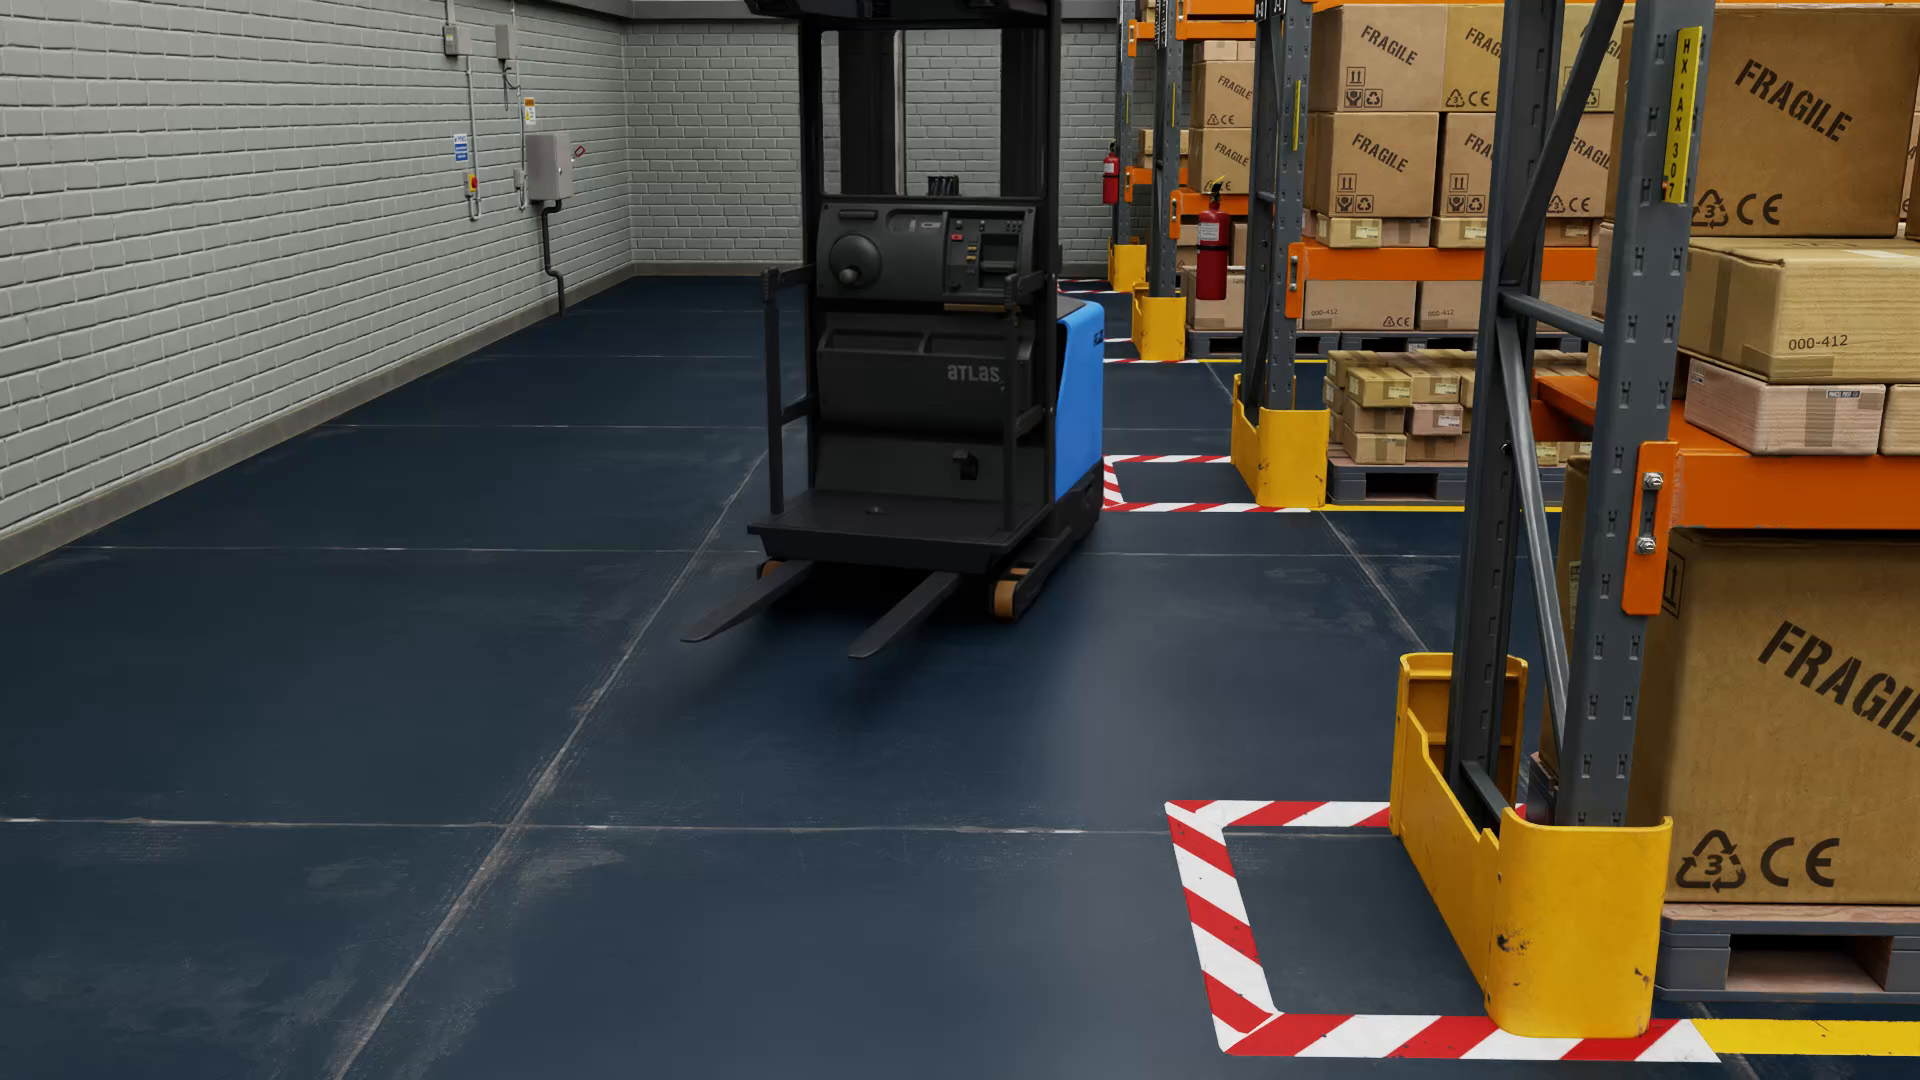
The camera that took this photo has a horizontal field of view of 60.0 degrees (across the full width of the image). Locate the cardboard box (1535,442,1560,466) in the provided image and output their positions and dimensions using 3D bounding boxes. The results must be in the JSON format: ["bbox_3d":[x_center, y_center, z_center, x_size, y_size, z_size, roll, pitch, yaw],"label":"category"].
[{"bbox_3d":[2.914,-0.493,8.593,0.250,0.149,0.380,1,15,2],"label":"cardboard box"}]

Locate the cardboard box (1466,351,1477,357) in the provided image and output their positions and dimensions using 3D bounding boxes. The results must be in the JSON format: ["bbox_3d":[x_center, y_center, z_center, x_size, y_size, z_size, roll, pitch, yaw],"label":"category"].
[{"bbox_3d":[2.938,-0.934,9.098,0.250,0.149,0.380,0,15,-1],"label":"cardboard box"}]

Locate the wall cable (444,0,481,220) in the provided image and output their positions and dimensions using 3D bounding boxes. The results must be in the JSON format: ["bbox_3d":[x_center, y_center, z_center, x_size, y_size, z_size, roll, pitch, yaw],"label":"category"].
[{"bbox_3d":[-3.979,-3.564,13.415,0.123,1.953,0.585,0,15,1],"label":"wall cable"}]

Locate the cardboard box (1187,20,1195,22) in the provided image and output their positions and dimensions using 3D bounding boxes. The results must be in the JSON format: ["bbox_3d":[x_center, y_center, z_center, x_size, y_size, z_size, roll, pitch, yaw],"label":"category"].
[{"bbox_3d":[2.357,-5.565,17.665,0.250,0.149,0.380,1,15,2],"label":"cardboard box"}]

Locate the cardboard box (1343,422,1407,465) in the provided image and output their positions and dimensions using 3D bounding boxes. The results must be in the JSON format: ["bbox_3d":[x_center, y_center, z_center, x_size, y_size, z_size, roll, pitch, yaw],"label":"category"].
[{"bbox_3d":[2.149,-0.503,8.632,0.250,0.149,0.380,1,15,3],"label":"cardboard box"}]

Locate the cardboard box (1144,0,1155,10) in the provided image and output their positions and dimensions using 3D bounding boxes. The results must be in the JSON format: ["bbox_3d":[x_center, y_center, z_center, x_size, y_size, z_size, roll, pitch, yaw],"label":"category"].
[{"bbox_3d":[2.219,-5.742,17.553,0.500,0.250,0.500,0,15,1],"label":"cardboard box"}]

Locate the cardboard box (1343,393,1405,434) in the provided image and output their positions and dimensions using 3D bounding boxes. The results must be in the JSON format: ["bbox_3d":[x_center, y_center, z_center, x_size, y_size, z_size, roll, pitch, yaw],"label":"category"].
[{"bbox_3d":[2.151,-0.663,8.656,0.250,0.149,0.380,1,15,4],"label":"cardboard box"}]

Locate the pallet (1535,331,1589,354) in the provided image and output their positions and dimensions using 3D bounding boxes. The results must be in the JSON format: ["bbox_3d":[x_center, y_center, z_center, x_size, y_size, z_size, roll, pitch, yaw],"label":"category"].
[{"bbox_3d":[4.899,-1.677,13.783,1.213,0.211,1.003,0,15,1],"label":"pallet"}]

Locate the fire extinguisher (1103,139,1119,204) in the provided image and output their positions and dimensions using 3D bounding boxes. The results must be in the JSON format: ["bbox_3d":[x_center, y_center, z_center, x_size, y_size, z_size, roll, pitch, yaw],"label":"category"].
[{"bbox_3d":[1.623,-3.958,17.844,0.183,0.674,0.296,0,15,1],"label":"fire extinguisher"}]

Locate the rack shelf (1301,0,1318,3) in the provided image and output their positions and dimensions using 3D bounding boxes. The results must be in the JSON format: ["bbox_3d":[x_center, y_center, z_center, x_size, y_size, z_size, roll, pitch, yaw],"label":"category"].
[{"bbox_3d":[3.633,-2.853,8.304,4.000,0.370,1.077,0,15,1],"label":"rack shelf"}]

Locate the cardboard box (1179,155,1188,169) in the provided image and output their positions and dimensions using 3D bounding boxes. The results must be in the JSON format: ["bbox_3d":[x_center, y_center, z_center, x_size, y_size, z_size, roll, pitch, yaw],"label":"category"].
[{"bbox_3d":[2.359,-4.109,18.027,0.250,0.149,0.380,1,15,3],"label":"cardboard box"}]

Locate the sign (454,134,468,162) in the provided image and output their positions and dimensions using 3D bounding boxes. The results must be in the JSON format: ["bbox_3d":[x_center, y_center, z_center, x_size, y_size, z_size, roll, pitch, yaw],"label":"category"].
[{"bbox_3d":[-4.041,-3.176,13.469,0.001,0.218,0.327,0,15,1],"label":"sign"}]

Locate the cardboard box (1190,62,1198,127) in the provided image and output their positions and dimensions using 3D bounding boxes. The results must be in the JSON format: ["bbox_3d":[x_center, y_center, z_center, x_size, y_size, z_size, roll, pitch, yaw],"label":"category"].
[{"bbox_3d":[2.147,-3.616,13.510,0.500,0.500,0.500,1,15,3],"label":"cardboard box"}]

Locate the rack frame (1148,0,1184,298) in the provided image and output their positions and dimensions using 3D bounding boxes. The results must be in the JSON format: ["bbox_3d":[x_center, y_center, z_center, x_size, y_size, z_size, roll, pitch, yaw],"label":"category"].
[{"bbox_3d":[1.659,-3.027,13.432,0.127,3.000,1.000,0,15,1],"label":"rack frame"}]

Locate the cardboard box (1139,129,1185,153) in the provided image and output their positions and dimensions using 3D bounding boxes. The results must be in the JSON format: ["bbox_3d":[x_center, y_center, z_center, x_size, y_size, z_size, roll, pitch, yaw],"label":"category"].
[{"bbox_3d":[2.249,-4.428,18.456,0.500,0.250,0.500,1,15,3],"label":"cardboard box"}]

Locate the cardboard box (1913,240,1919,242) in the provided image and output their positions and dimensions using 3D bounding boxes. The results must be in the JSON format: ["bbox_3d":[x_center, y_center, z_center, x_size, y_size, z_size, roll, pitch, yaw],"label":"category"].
[{"bbox_3d":[2.399,-0.497,3.555,0.500,0.250,0.500,0,15,1],"label":"cardboard box"}]

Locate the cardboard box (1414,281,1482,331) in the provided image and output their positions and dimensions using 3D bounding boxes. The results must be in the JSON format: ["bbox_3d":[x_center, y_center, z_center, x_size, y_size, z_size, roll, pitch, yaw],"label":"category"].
[{"bbox_3d":[4.138,-2.002,13.747,0.875,0.438,0.875,0,15,0],"label":"cardboard box"}]

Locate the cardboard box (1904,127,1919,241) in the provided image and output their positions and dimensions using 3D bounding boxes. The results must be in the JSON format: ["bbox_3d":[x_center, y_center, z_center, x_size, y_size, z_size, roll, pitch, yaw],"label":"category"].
[{"bbox_3d":[2.379,-0.858,3.453,0.500,0.500,0.500,0,15,0],"label":"cardboard box"}]

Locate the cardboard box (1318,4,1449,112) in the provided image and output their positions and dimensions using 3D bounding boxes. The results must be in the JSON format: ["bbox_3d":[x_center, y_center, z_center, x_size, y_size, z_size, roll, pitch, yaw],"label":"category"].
[{"bbox_3d":[2.076,-2.369,8.199,0.500,0.500,0.500,0,15,1],"label":"cardboard box"}]

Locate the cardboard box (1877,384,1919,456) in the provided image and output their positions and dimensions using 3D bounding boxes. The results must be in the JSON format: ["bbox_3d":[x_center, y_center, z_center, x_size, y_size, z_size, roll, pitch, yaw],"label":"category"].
[{"bbox_3d":[2.009,-0.290,3.552,0.250,0.149,0.380,0,15,1],"label":"cardboard box"}]

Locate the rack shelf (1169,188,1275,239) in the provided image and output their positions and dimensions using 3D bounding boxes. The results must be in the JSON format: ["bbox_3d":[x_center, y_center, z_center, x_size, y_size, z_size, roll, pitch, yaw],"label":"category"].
[{"bbox_3d":[3.658,-2.666,13.474,4.000,0.370,1.077,0,15,1],"label":"rack shelf"}]

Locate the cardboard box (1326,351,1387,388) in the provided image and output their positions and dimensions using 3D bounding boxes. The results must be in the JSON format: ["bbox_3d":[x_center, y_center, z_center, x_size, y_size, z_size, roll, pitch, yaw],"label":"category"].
[{"bbox_3d":[2.169,-0.937,9.111,0.250,0.149,0.380,1,15,2],"label":"cardboard box"}]

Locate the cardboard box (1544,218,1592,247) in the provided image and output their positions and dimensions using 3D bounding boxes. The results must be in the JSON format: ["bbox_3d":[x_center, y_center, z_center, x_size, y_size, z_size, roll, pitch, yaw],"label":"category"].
[{"bbox_3d":[3.005,-1.575,8.423,0.250,0.149,0.380,0,15,1],"label":"cardboard box"}]

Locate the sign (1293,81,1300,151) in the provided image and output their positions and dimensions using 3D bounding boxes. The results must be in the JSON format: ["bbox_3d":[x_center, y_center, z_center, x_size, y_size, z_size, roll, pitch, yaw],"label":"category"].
[{"bbox_3d":[1.620,-2.044,8.010,0.005,0.325,0.100,0,15,1],"label":"sign"}]

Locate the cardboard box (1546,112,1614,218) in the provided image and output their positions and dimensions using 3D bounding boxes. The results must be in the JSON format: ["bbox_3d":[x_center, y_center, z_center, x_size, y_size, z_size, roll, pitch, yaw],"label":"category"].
[{"bbox_3d":[3.100,-1.879,8.303,0.500,0.500,0.500,1,15,2],"label":"cardboard box"}]

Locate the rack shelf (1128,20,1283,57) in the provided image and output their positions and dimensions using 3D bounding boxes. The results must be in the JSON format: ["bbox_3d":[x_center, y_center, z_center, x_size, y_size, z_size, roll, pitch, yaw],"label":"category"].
[{"bbox_3d":[3.781,-5.382,17.889,4.000,0.370,1.077,0,15,1],"label":"rack shelf"}]

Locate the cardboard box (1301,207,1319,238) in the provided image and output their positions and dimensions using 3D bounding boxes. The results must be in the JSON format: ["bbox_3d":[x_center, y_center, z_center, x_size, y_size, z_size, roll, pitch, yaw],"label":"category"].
[{"bbox_3d":[1.967,-1.712,8.942,0.250,0.149,0.380,0,15,1],"label":"cardboard box"}]

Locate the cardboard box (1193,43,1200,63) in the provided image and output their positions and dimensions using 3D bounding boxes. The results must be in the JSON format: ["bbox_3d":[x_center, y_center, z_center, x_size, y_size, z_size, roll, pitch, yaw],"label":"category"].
[{"bbox_3d":[2.023,-3.921,13.393,0.250,0.149,0.380,1,15,2],"label":"cardboard box"}]

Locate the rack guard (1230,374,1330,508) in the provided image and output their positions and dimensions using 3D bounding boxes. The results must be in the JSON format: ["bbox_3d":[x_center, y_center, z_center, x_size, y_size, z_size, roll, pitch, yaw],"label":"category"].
[{"bbox_3d":[1.710,-0.554,8.961,0.348,0.500,1.175,0,15,1],"label":"rack guard"}]

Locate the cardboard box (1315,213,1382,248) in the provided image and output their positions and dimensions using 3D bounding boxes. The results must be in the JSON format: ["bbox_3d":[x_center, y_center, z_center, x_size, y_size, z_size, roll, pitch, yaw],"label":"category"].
[{"bbox_3d":[1.949,-1.556,8.352,0.250,0.149,0.380,0,15,1],"label":"cardboard box"}]

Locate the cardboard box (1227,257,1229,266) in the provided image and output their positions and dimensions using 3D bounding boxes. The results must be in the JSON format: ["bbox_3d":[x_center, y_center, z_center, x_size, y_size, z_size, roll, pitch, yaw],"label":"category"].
[{"bbox_3d":[2.815,-3.076,18.385,0.250,0.149,0.380,0,15,-1],"label":"cardboard box"}]

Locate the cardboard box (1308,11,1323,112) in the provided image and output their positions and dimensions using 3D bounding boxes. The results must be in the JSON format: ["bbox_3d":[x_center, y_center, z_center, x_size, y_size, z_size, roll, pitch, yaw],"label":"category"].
[{"bbox_3d":[2.097,-2.500,8.695,0.500,0.500,0.500,0,15,0],"label":"cardboard box"}]

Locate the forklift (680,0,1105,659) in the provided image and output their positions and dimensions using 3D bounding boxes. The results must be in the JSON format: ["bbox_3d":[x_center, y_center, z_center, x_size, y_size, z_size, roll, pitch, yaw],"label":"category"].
[{"bbox_3d":[-0.204,-1.207,6.669,1.130,2.935,3.031,4,15,16],"label":"forklift"}]

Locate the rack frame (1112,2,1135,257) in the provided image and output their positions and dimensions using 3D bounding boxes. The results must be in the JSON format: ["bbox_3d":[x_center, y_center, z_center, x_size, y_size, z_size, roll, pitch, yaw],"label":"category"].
[{"bbox_3d":[1.782,-4.292,18.230,0.127,3.000,1.000,0,15,1],"label":"rack frame"}]

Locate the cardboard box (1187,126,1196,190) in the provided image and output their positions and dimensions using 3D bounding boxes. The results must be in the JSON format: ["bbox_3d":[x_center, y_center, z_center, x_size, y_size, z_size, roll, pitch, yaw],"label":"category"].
[{"bbox_3d":[2.148,-3.139,13.663,0.500,0.500,0.500,0,15,2],"label":"cardboard box"}]

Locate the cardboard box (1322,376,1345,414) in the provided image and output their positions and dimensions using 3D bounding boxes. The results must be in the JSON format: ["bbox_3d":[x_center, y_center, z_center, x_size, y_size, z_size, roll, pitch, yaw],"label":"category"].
[{"bbox_3d":[2.168,-0.801,9.179,0.250,0.149,0.380,0,15,0],"label":"cardboard box"}]

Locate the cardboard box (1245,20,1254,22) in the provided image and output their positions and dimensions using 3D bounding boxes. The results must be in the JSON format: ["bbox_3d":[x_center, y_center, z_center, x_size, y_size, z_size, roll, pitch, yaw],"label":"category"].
[{"bbox_3d":[3.122,-5.531,17.537,0.250,0.149,0.380,0,15,1],"label":"cardboard box"}]

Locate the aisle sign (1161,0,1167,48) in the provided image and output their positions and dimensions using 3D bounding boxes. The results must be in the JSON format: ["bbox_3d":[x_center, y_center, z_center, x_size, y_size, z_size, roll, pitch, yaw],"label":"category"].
[{"bbox_3d":[1.580,-4.210,12.821,0.004,0.787,0.394,0,15,1],"label":"aisle sign"}]

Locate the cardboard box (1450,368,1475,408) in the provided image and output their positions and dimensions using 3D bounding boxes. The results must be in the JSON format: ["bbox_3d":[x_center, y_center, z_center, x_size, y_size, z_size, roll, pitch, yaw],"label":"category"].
[{"bbox_3d":[2.676,-0.780,8.517,0.250,0.149,0.380,0,15,1],"label":"cardboard box"}]

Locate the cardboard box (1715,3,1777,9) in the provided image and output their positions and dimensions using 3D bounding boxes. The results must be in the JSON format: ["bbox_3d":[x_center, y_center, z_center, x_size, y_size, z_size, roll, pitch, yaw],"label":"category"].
[{"bbox_3d":[3.609,-2.355,8.149,0.500,0.500,0.500,0,15,0],"label":"cardboard box"}]

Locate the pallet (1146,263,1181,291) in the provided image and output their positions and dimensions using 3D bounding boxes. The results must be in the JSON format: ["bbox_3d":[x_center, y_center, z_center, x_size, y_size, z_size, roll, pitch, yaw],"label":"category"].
[{"bbox_3d":[2.655,-2.939,18.565,1.213,0.211,1.003,0,15,1],"label":"pallet"}]
